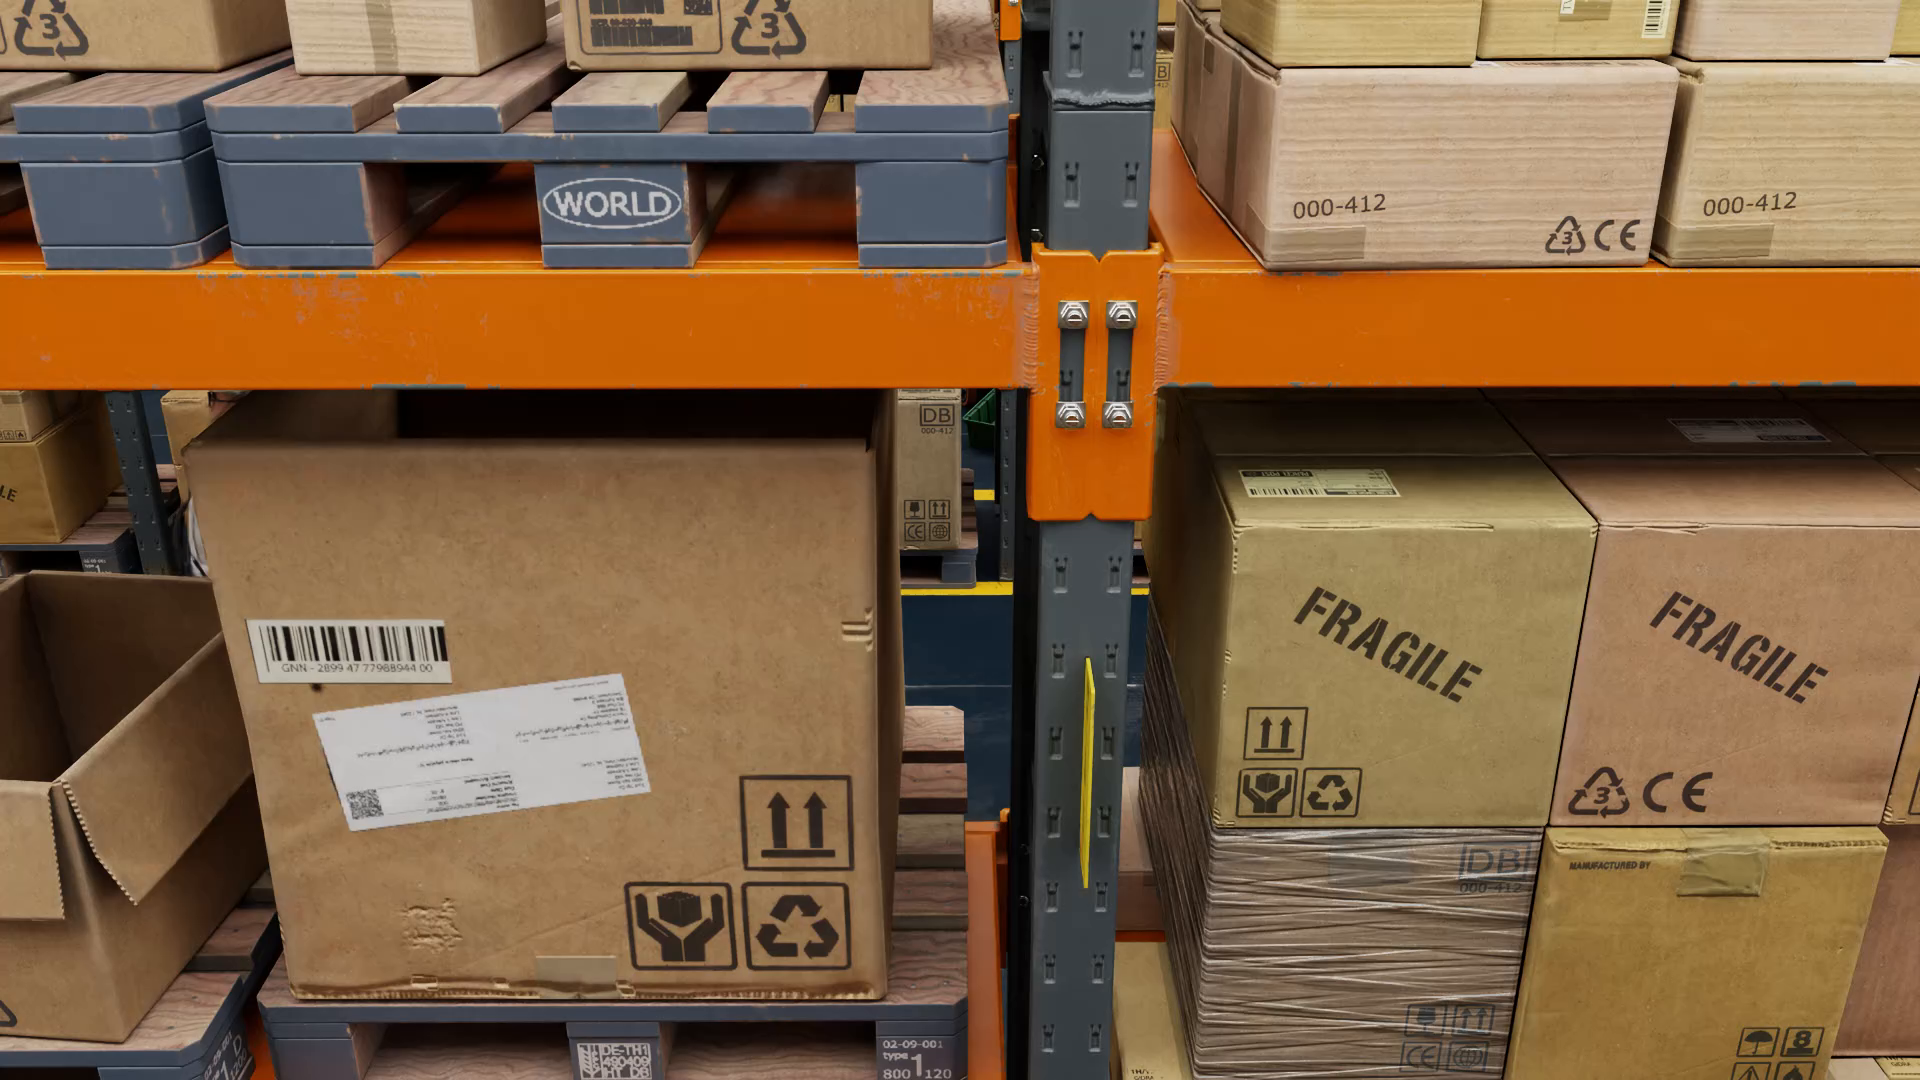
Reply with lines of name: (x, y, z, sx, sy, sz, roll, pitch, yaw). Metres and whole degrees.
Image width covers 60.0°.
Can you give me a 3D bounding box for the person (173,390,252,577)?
person: (-2.322, 0.198, 5.601, 0.951, 1.732, 0.548, 2, 24, 5)
